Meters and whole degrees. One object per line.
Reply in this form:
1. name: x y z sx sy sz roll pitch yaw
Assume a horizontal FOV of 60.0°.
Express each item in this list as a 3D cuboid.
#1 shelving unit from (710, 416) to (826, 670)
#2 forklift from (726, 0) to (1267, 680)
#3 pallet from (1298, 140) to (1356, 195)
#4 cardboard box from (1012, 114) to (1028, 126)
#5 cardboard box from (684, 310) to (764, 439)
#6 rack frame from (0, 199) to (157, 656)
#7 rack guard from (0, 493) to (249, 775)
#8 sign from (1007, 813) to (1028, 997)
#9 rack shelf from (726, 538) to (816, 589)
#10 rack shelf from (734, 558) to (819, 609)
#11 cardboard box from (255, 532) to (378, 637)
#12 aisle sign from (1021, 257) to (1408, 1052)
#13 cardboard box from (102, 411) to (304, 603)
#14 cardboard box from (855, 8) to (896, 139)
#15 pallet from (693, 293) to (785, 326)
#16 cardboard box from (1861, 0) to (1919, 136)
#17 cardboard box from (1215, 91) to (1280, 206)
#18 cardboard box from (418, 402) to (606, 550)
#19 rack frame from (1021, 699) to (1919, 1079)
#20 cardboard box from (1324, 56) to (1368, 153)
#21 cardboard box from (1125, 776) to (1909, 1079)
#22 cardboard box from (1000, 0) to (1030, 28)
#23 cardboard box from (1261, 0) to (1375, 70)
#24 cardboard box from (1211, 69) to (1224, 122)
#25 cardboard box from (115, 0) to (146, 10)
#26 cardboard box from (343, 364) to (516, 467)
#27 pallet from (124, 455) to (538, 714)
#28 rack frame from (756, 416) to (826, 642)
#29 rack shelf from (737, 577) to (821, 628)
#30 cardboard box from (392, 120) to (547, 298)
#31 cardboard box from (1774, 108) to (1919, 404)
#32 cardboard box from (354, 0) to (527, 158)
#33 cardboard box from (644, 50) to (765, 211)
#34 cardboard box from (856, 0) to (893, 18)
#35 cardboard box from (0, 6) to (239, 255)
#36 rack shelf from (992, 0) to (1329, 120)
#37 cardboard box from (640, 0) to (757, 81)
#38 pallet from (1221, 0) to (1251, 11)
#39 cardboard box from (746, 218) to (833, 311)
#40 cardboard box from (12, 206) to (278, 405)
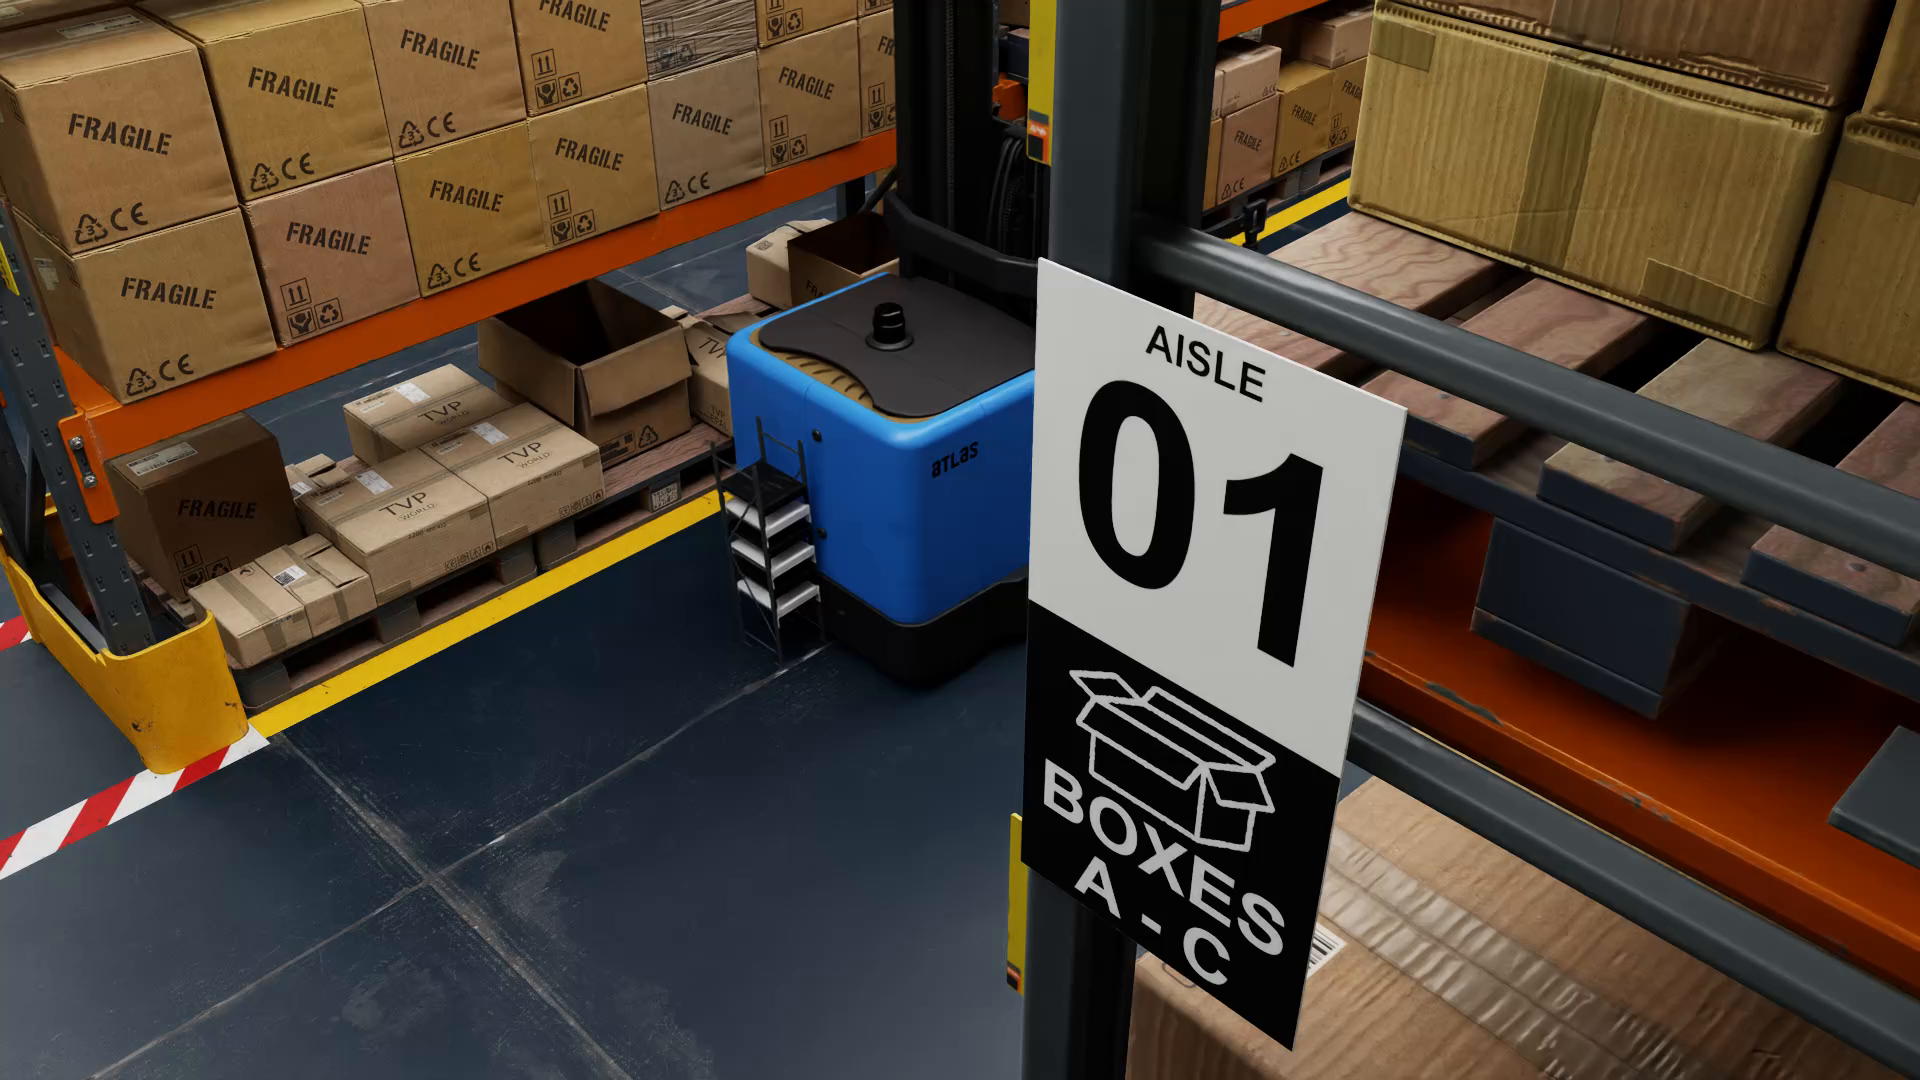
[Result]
1. shelving unit: -0.675 0.021 5.924 0.258 0.900 0.210 29 48 35
2. forklift: 0.562 -1.435 6.246 3.031 2.935 1.130 -29 44 -34
3. pallet: 2.043 -2.513 10.168 1.003 0.211 1.213 30 45 35
4. cardboard box: 0.276 -1.989 8.780 0.500 0.500 0.500 -30 45 -35
5. cardboard box: -0.951 -0.748 7.166 0.500 0.311 0.500 30 45 35
6. rack frame: -3.041 -0.697 5.127 1.000 3.000 0.127 30 45 35
7. rack guard: -2.987 0.298 5.886 1.175 0.500 0.348 30 45 35
8. sign: 0.102 0.502 2.189 0.100 0.325 0.005 30 45 35
9. rack shelf: -0.674 0.047 5.944 0.258 0.077 0.200 29 48 35
10. rack shelf: -0.670 0.119 5.999 0.258 0.077 0.200 29 48 35
11. cardboard box: -2.326 0.152 6.002 0.380 0.166 0.250 30 45 35
12. aisle sign: 0.214 0.140 1.654 0.394 0.787 0.004 30 45 35
13. cardboard box: -2.832 -0.172 6.175 0.500 0.500 0.500 30 45 35
14. cardboard box: -0.393 -2.055 6.987 0.500 0.500 0.500 -29 44 -35
15. pallet: -0.707 -0.898 7.853 1.003 0.211 1.213 30 45 35
16. cardboard box: 1.163 -0.590 1.373 0.500 0.500 0.500 28 43 34
17. cardboard box: 1.373 -2.200 9.082 0.500 0.500 0.500 28 43 34
18. cardboard box: -1.752 -0.262 6.522 0.500 0.250 0.500 30 45 35
19. rack frame: 0.477 1.298 2.266 1.000 3.000 0.127 30 45 35
20. cardboard box: 2.103 -2.625 9.692 0.500 0.500 0.500 -28 44 -34
21. cardboard box: 0.829 0.964 2.483 0.700 0.700 0.980 -28 43 -34
22. cardboard box: 0.270 -2.636 7.453 0.700 0.500 0.500 15 38 21
23. cardboard box: 2.067 -2.908 9.443 0.500 0.250 0.500 -28 44 -34
24. cardboard box: 0.996 -2.287 8.552 0.500 0.250 0.500 30 45 35
25. cardboard box: -2.567 -1.645 5.525 0.500 0.500 0.500 -29 44 -34
26. cardboard box: -2.142 -0.443 6.782 0.500 0.250 0.500 30 45 35
27. pallet: -2.426 0.092 6.433 1.003 0.211 1.213 30 45 35
28. rack frame: -0.604 -0.026 5.980 0.240 0.900 0.006 29 48 35
29. rack shelf: -0.666 0.190 6.053 0.258 0.077 0.200 29 48 35
30. cardboard box: -1.826 -1.226 5.798 0.500 0.500 0.500 29 44 35
31. cardboard box: 1.166 -0.281 1.585 0.500 0.250 0.500 -27 43 -33
32. cardboard box: -1.822 -1.638 5.515 0.500 0.500 0.500 -29 44 -35
33. cardboard box: -1.115 -1.636 6.386 0.500 0.500 0.500 -29 44 -35
34. cardboard box: -0.395 -2.462 6.696 0.500 0.500 0.500 -30 45 -35
35. cardboard box: -2.541 -1.222 4.918 0.500 0.500 0.500 -28 44 -34
36. rack shelf: 1.187 -2.837 8.825 1.077 0.370 4.000 30 45 35
37. cardboard box: -1.109 -2.048 6.103 0.500 0.500 0.500 -30 44 -35
38. pallet: 1.229 -3.074 8.703 1.003 0.211 1.213 30 45 35
39. cardboard box: -0.672 -1.315 7.979 0.500 0.311 0.500 30 45 35
40. cardboard box: -2.541 -0.812 5.204 0.500 0.500 0.500 -29 44 -35
